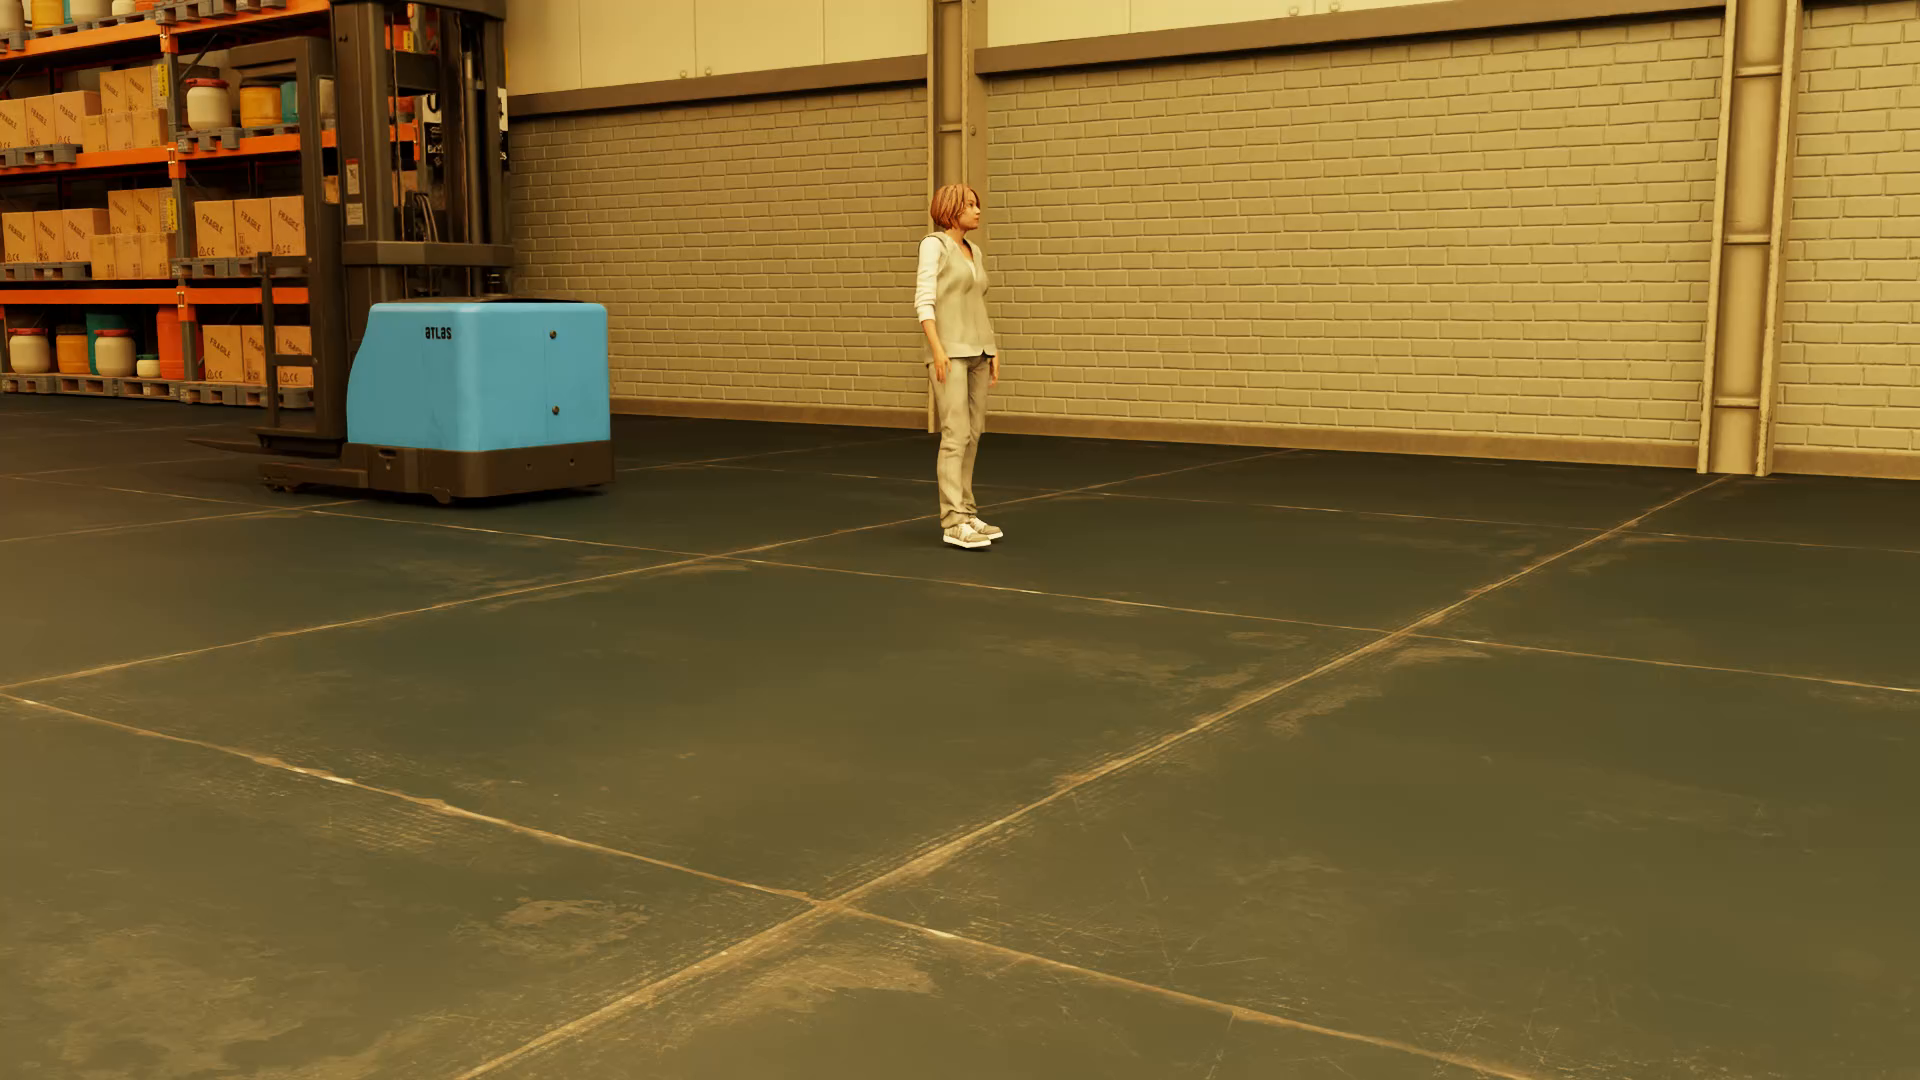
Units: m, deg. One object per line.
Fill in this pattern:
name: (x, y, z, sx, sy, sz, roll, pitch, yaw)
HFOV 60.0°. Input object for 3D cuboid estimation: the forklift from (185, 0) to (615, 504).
forklift: (-3.449, -1.776, 9.681, 3.031, 2.935, 1.130, 6, 10, 35)

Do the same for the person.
person: (0.054, -0.791, 7.437, 0.473, 1.599, 0.520, 5, 10, 34)
